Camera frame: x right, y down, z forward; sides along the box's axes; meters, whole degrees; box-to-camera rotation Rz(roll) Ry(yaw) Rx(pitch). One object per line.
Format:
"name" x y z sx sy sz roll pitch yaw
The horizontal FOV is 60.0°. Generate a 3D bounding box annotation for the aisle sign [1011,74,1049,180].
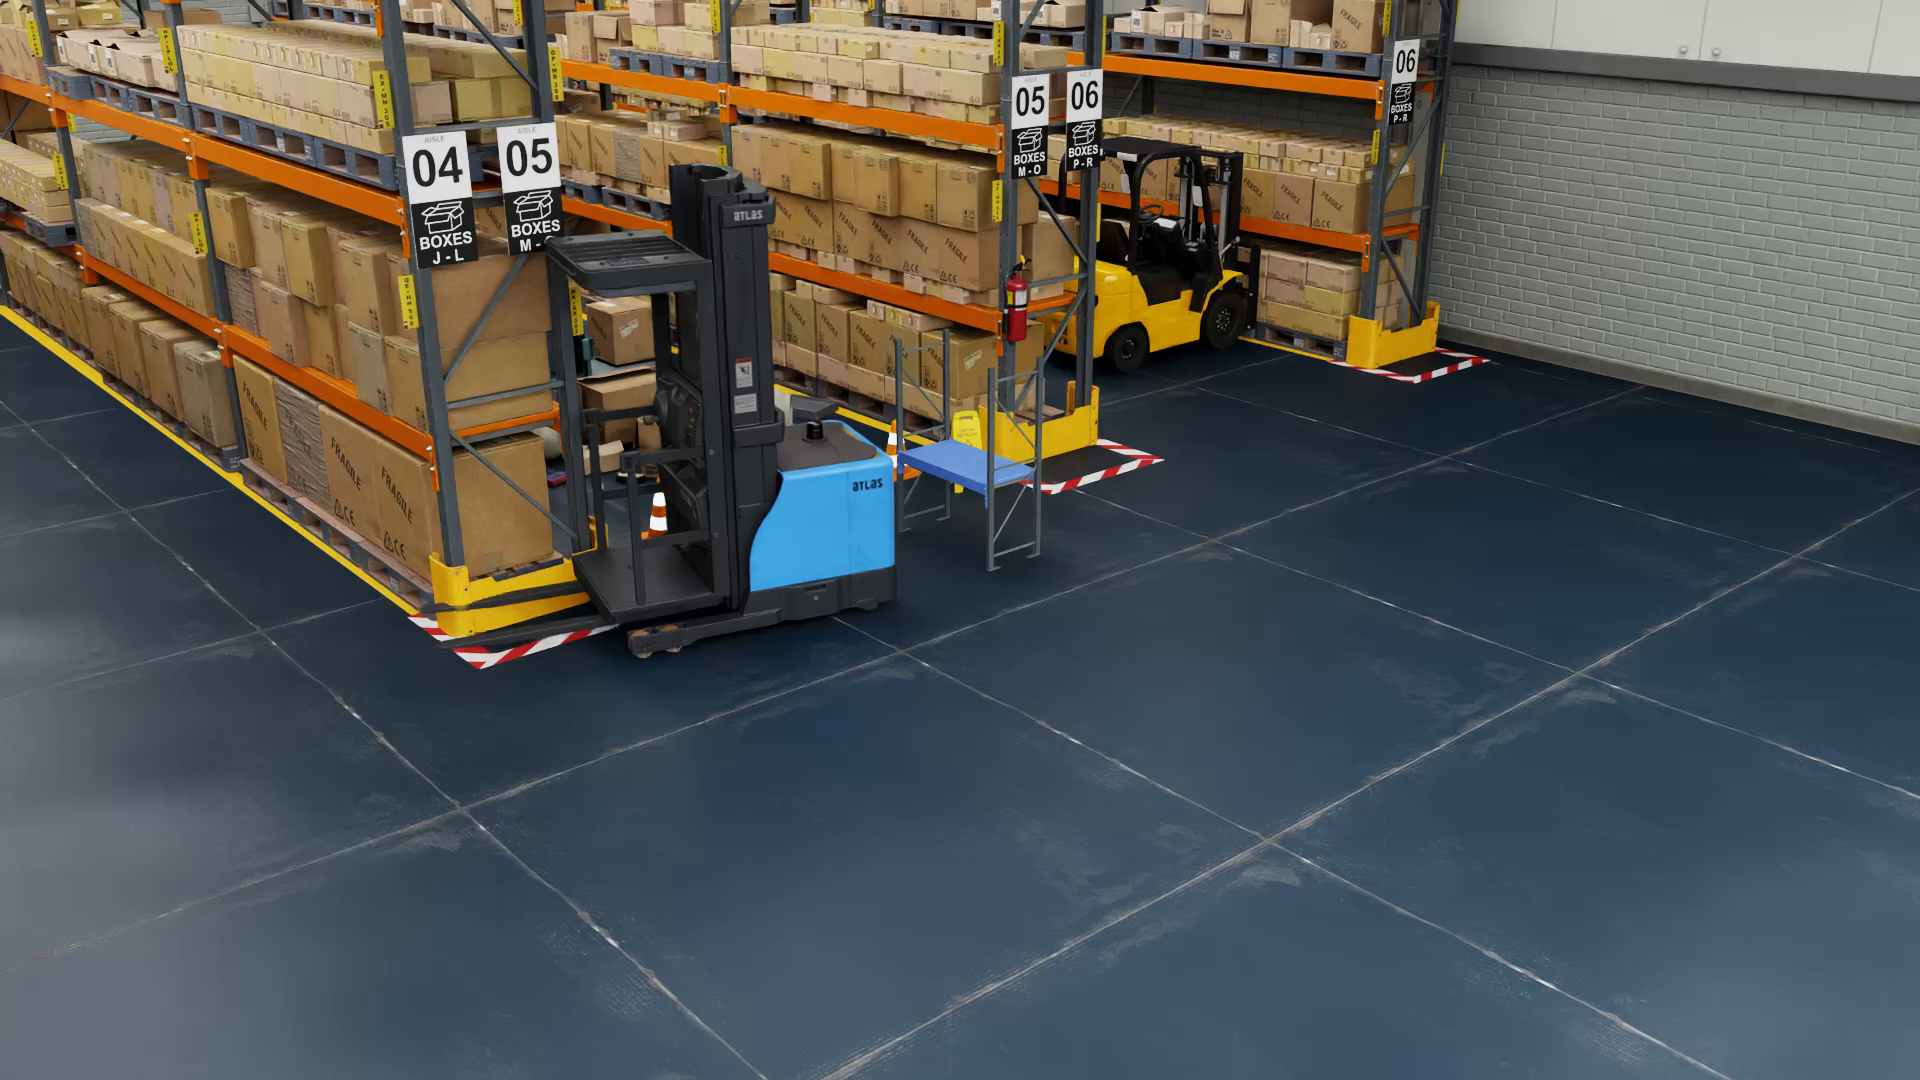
"aisle sign" 0.553 -3.263 13.138 0.394 0.787 0.004 -17 27 -37

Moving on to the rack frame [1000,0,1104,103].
"rack frame" 0.732 -4.932 12.738 1.000 3.000 0.127 -17 27 -37

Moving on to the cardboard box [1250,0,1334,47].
"cardboard box" 3.424 -5.378 17.139 0.700 0.500 0.500 -17 27 -37

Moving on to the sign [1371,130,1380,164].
"sign" 4.070 -3.846 16.278 0.100 0.325 0.005 -17 27 -37

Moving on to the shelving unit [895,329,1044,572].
"shelving unit" 0.056 -0.675 12.150 0.538 1.500 1.048 -17 27 -37

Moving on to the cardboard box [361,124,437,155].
"cardboard box" -3.426 -2.466 10.185 0.380 0.149 0.250 -18 27 -38

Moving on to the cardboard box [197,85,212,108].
"cardboard box" -5.412 -3.307 12.333 0.380 0.149 0.250 -17 27 -37

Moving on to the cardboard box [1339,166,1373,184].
"cardboard box" 4.051 -3.699 16.790 0.380 0.149 0.250 -17 27 -37

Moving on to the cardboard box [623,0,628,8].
"cardboard box" -5.107 -8.520 26.355 0.380 0.149 0.250 -18 28 -38

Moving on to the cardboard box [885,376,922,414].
"cardboard box" -0.332 -1.359 15.034 0.500 0.250 0.500 -17 27 -37

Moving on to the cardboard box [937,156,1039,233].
"cardboard box" 0.233 -2.879 13.805 0.700 0.500 0.500 -18 28 -39

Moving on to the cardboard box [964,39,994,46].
"cardboard box" 0.254 -4.174 14.165 0.380 0.149 0.250 -18 27 -38

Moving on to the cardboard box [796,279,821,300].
"cardboard box" -1.325 -2.393 15.758 0.380 0.149 0.250 -16 27 -35

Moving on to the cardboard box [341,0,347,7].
"cardboard box" -8.006 -7.506 22.568 0.797 0.503 0.637 -15 26 -33

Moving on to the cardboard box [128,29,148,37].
"cardboard box" -7.264 -4.523 15.215 0.500 0.311 0.500 -17 27 -37

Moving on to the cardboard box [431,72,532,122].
"cardboard box" -3.073 -2.835 10.580 0.500 0.250 0.500 -18 27 -38

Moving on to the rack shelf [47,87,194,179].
"rack shelf" -6.869 -3.652 14.569 1.077 0.370 4.000 -17 27 -37

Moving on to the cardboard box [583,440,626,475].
"cardboard box" -3.046 -0.728 13.980 0.396 0.266 0.258 -12 25 -28

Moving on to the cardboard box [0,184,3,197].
"cardboard box" -10.020 -3.749 17.711 0.380 0.149 0.250 -18 28 -38

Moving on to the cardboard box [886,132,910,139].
"cardboard box" -0.628 -5.281 22.061 0.500 0.250 0.500 -17 27 -37

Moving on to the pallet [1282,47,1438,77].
"pallet" 4.048 -4.879 16.836 1.003 0.211 1.213 -17 27 -37

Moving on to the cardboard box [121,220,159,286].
"cardboard box" -7.099 -2.584 14.831 0.500 0.500 0.500 -18 28 -38

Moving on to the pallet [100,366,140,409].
"pallet" -7.717 -1.609 16.302 1.003 0.211 1.213 -17 27 -37

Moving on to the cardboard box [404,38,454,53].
"cardboard box" -3.592 -3.275 11.158 0.380 0.149 0.250 -18 28 -38

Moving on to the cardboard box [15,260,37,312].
"cardboard box" -10.157 -2.867 18.542 0.500 0.500 0.500 -16 26 -35

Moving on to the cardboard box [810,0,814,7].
"cardboard box" -1.966 -7.447 22.930 0.380 0.149 0.250 -16 27 -36

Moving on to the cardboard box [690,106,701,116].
"cardboard box" -3.929 -6.615 25.604 0.380 0.149 0.250 -17 27 -36

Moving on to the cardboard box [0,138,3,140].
"cardboard box" -10.876 -4.385 18.521 0.380 0.149 0.250 -16 26 -35

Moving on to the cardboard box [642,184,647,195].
"cardboard box" -3.173 -3.782 17.795 0.380 0.149 0.250 -19 28 -39

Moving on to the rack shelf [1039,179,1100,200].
"rack shelf" 0.573 -4.644 21.216 1.077 0.370 4.000 -17 27 -37

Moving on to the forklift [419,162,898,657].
"forklift" -1.983 -0.838 10.604 3.031 2.935 1.130 -10 23 -23

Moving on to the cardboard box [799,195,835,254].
"cardboard box" -1.140 -2.966 15.400 0.500 0.500 0.500 -18 28 -38

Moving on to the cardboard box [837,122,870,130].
"cardboard box" -1.452 -5.701 22.695 0.380 0.149 0.250 -17 27 -36

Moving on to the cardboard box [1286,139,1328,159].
"cardboard box" 3.614 -4.071 17.330 0.380 0.149 0.250 -17 27 -37

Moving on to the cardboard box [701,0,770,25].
"cardboard box" -2.290 -5.392 16.968 0.500 0.250 0.500 -18 28 -39

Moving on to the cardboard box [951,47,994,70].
"cardboard box" 0.148 -3.894 13.450 0.380 0.149 0.250 -17 27 -37

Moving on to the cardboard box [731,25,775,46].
"cardboard box" -1.921 -4.730 15.587 0.380 0.149 0.250 -18 28 -38

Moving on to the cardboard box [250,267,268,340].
"cardboard box" -4.937 -1.862 12.920 0.875 0.550 0.550 -17 27 -37

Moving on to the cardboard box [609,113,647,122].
"cardboard box" -3.637 -4.530 18.817 0.500 0.500 0.500 -18 28 -38

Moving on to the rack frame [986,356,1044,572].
"rack frame" 0.388 -0.534 11.792 0.500 1.500 0.032 -17 27 -37

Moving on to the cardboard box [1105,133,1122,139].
"cardboard box" 1.888 -4.625 19.152 0.380 0.149 0.250 -18 28 -38

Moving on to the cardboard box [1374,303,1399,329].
"cardboard box" 4.317 -2.419 17.742 0.500 0.250 0.500 -17 27 -37

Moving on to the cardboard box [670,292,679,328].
"cardboard box" -2.695 -2.558 17.930 0.950 0.372 0.625 -15 26 -34

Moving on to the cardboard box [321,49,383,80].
"cardboard box" -3.758 -2.978 10.400 0.380 0.149 0.250 -17 27 -37

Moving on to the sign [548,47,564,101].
"sign" -2.528 -2.904 10.365 0.100 0.325 0.005 -17 27 -37

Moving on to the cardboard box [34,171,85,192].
"cardboard box" -8.841 -3.525 16.324 0.380 0.149 0.250 -19 28 -39

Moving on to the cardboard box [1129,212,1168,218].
"cardboard box" 2.347 -3.718 19.686 0.500 0.250 0.500 -17 27 -36

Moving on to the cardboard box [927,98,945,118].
"cardboard box" -0.048 -3.593 13.777 0.380 0.149 0.250 -16 27 -36

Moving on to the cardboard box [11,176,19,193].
"cardboard box" -9.514 -3.672 17.108 0.380 0.149 0.250 -18 27 -38

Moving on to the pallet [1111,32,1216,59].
"pallet" 2.455 -5.553 18.557 1.003 0.211 1.213 -17 27 -37

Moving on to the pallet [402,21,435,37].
"pallet" -6.465 -6.521 21.168 0.805 0.209 1.217 -19 28 -39

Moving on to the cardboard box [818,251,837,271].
"cardboard box" -1.088 -2.608 15.375 0.380 0.149 0.250 -17 27 -37

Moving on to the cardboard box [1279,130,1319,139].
"cardboard box" 3.666 -4.337 18.010 0.380 0.149 0.250 -18 28 -39

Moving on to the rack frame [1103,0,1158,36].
"rack frame" 1.879 -7.220 18.579 1.000 3.000 0.127 -17 27 -37

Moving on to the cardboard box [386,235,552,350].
"cardboard box" -3.165 -1.617 10.814 0.875 0.550 0.550 -17 27 -37
